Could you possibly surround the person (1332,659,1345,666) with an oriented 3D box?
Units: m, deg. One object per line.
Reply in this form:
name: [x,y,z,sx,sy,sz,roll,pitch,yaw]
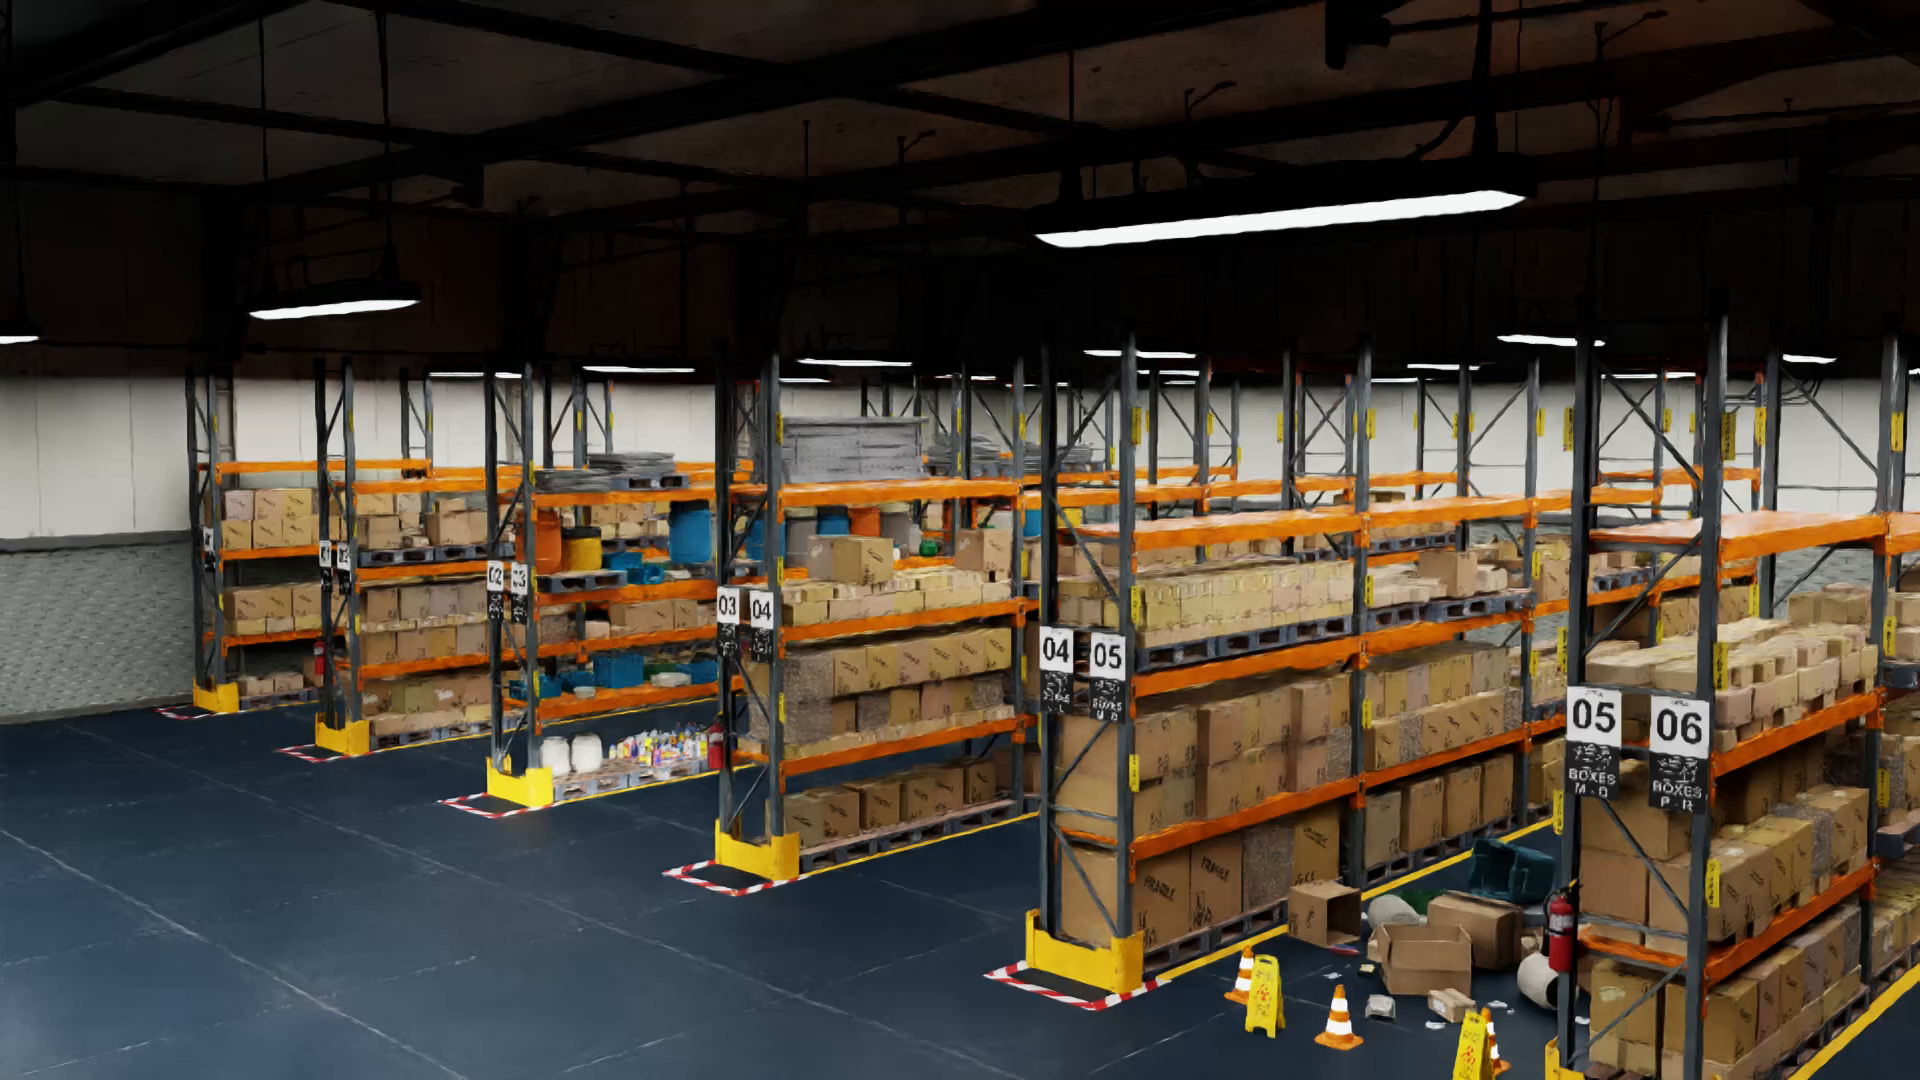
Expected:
person: [5.480,2.512,24.084,0.523,1.591,0.522,-1,5,-15]
